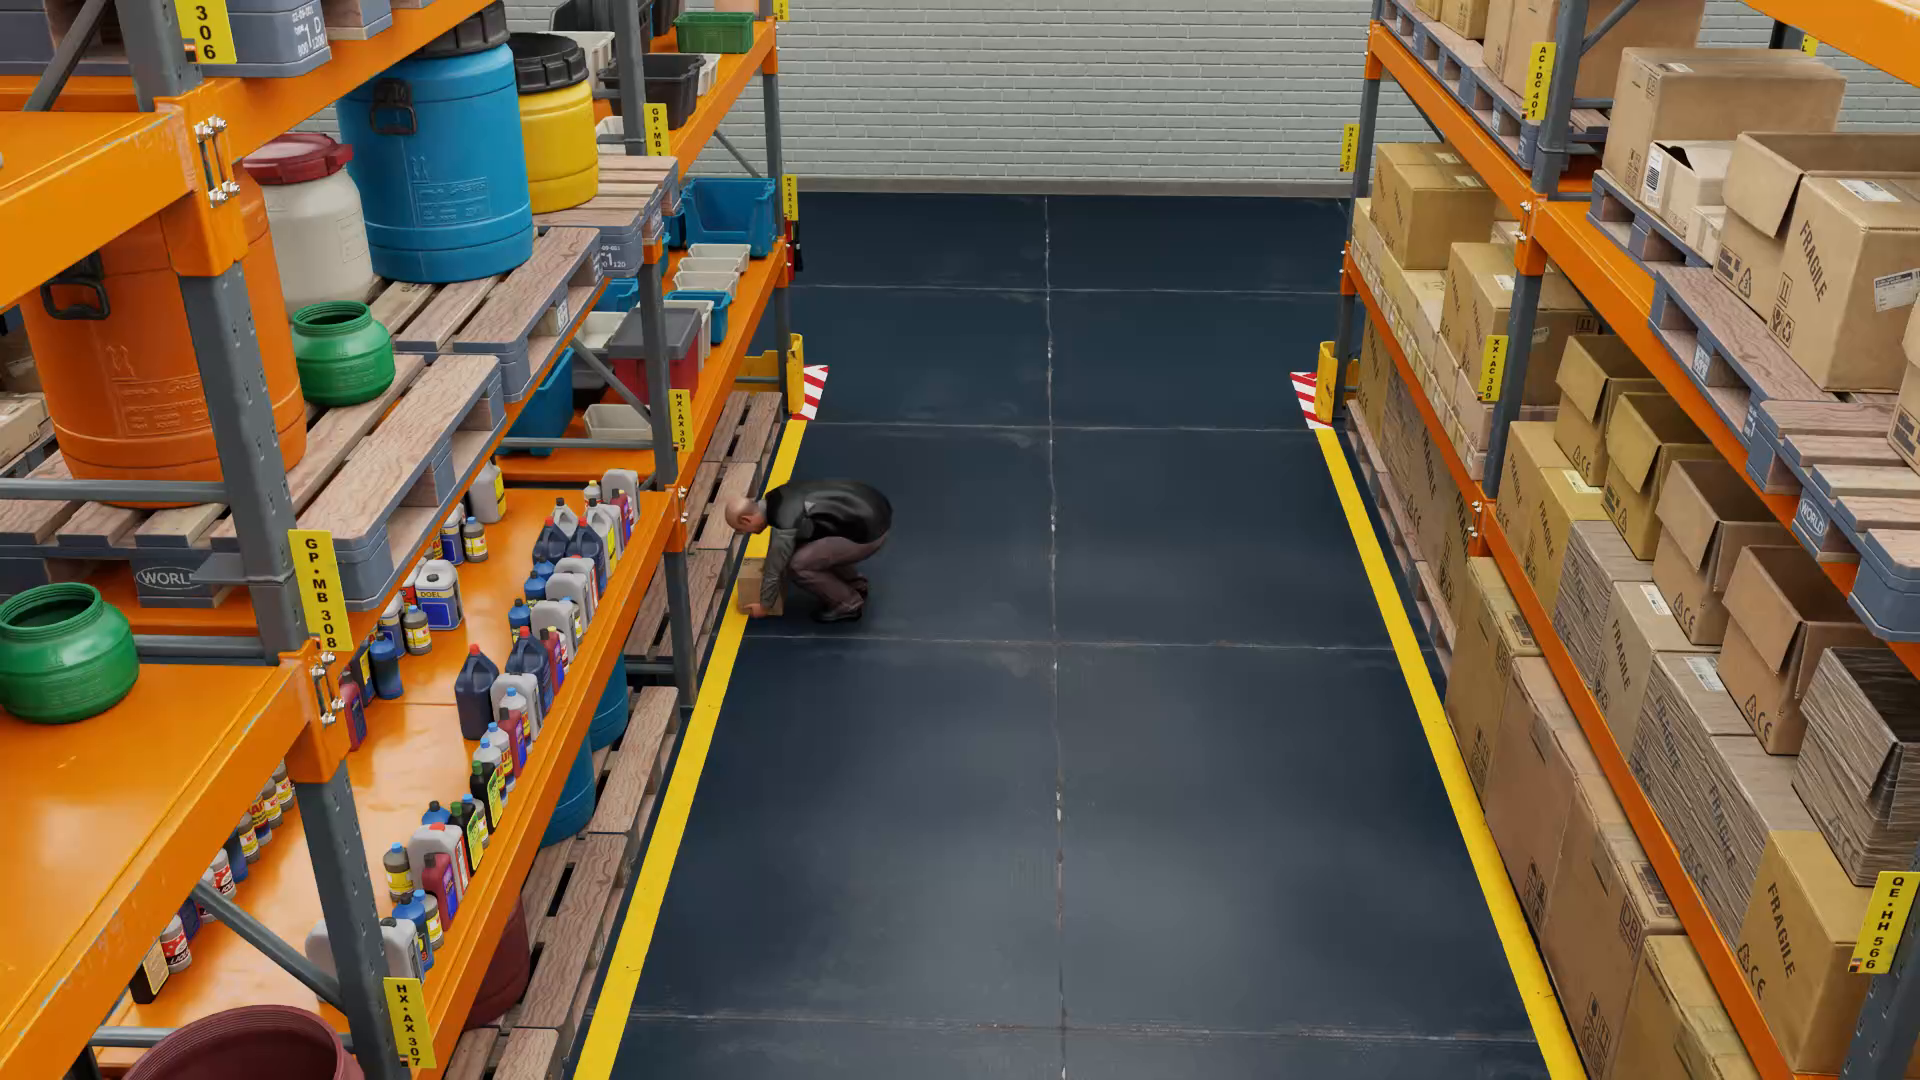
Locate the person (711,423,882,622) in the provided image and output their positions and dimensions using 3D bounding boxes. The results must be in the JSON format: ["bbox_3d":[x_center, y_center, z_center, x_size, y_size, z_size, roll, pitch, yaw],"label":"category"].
[{"bbox_3d":[-0.915,-0.118,9.494,0.955,1.144,0.461,0,28,0],"label":"person"}]
